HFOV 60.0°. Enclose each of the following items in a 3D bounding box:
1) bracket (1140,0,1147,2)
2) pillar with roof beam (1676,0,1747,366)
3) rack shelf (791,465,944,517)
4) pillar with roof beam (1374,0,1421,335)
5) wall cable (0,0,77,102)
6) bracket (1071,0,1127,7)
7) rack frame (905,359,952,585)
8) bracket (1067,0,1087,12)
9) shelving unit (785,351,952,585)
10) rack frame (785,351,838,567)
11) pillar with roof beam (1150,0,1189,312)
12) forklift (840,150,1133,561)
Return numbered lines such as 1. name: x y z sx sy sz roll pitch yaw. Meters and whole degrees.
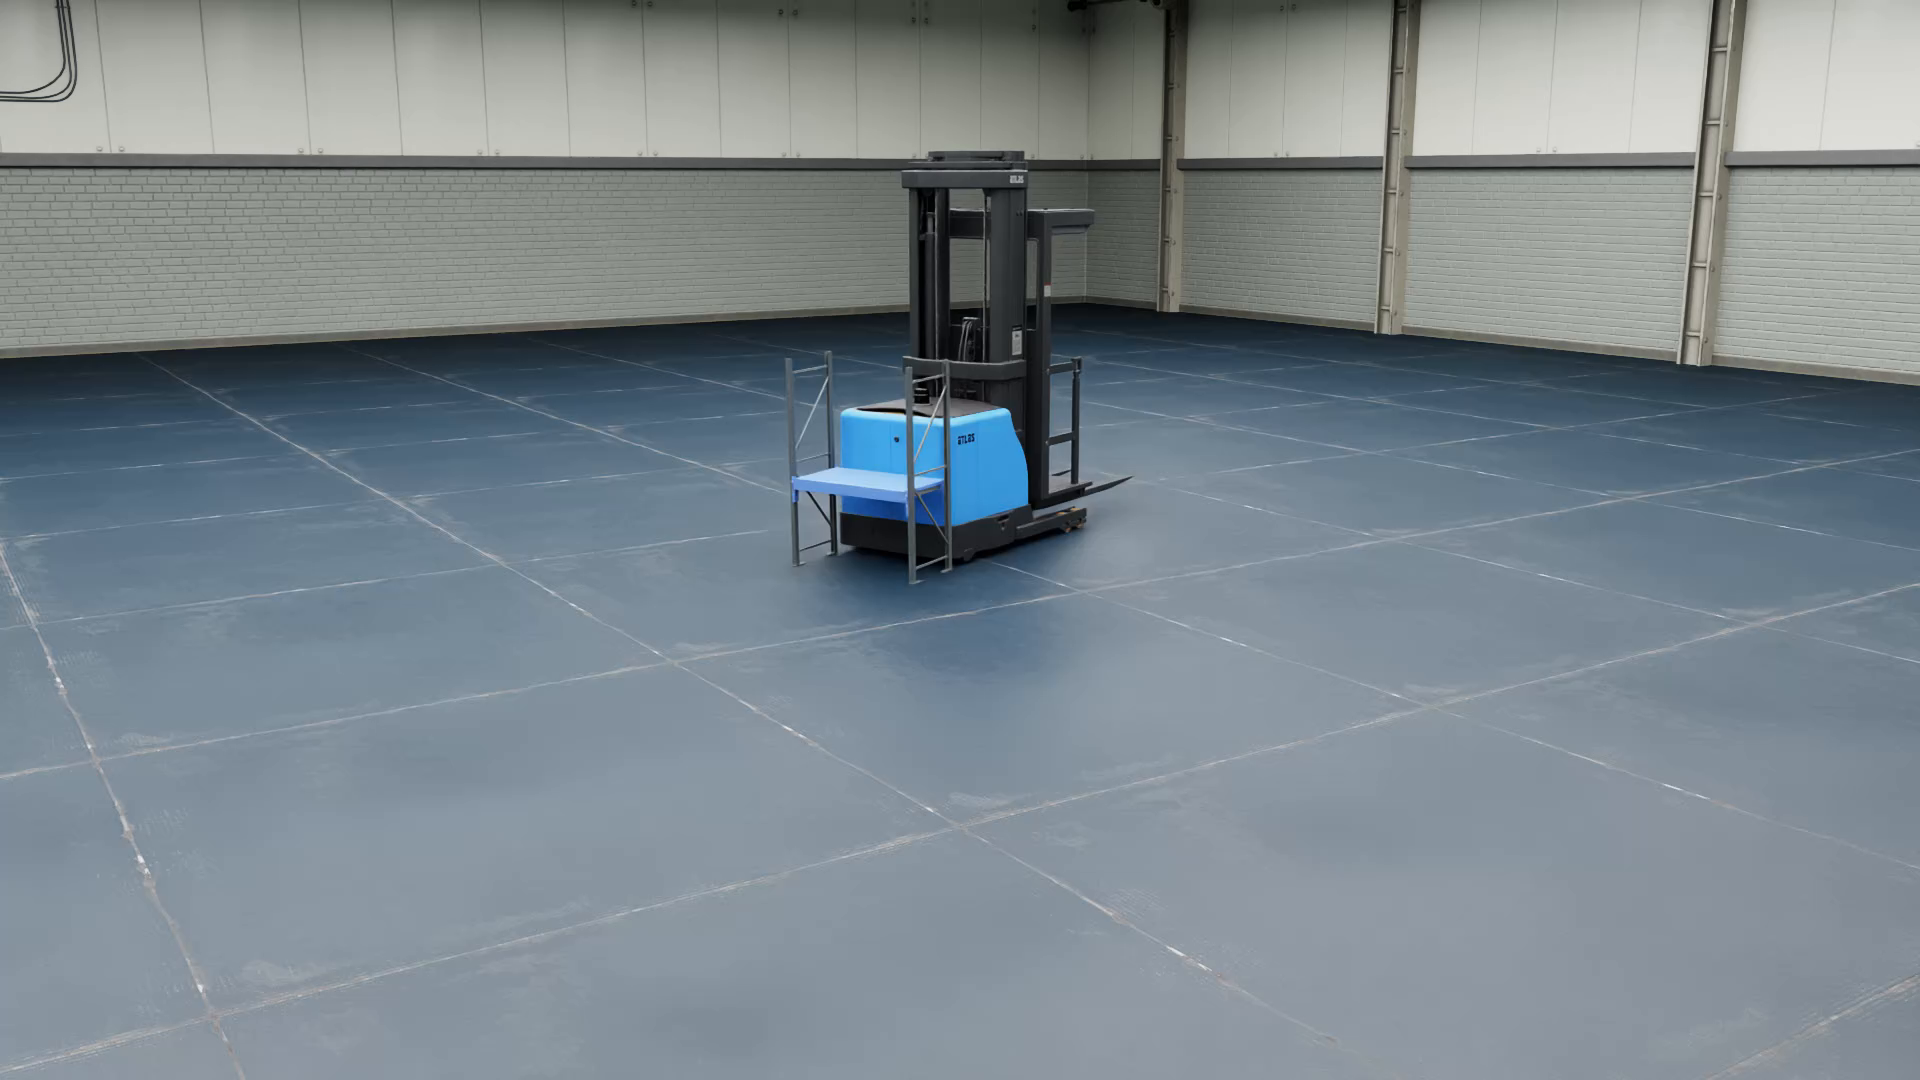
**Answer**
1. bracket: 3.815 -10.950 33.445 0.235 0.232 0.430 -8 15 -33
2. pillar with roof beam: 7.405 -6.516 21.595 9.100 9.000 0.400 -8 15 -33
3. rack shelf: -0.638 -0.355 11.787 1.000 0.185 0.538 8 16 32
4. pillar with roof beam: 4.081 -7.583 26.474 9.100 9.000 0.400 -8 15 -33
5. wall cable: -14.502 -8.894 24.508 2.305 6.003 0.169 -8 15 -33
6. bracket: 2.829 -11.266 34.892 0.076 0.066 3.189 -8 15 -33
7. rack frame: -0.212 -0.471 11.477 0.032 1.500 0.500 8 16 32
8. bracket: 2.502 -11.372 35.372 0.235 0.232 0.430 -8 15 -33
9. shelving unit: -0.640 -0.530 11.745 1.048 1.500 0.538 8 16 32
10. rack frame: -1.068 -0.588 12.014 0.032 1.500 0.500 8 16 32
11. pillar with roof beam: 0.757 -8.650 31.354 9.100 9.000 0.548 -8 15 -33
12. forklift: 0.355 -1.542 13.050 1.130 2.935 3.031 8 15 34
